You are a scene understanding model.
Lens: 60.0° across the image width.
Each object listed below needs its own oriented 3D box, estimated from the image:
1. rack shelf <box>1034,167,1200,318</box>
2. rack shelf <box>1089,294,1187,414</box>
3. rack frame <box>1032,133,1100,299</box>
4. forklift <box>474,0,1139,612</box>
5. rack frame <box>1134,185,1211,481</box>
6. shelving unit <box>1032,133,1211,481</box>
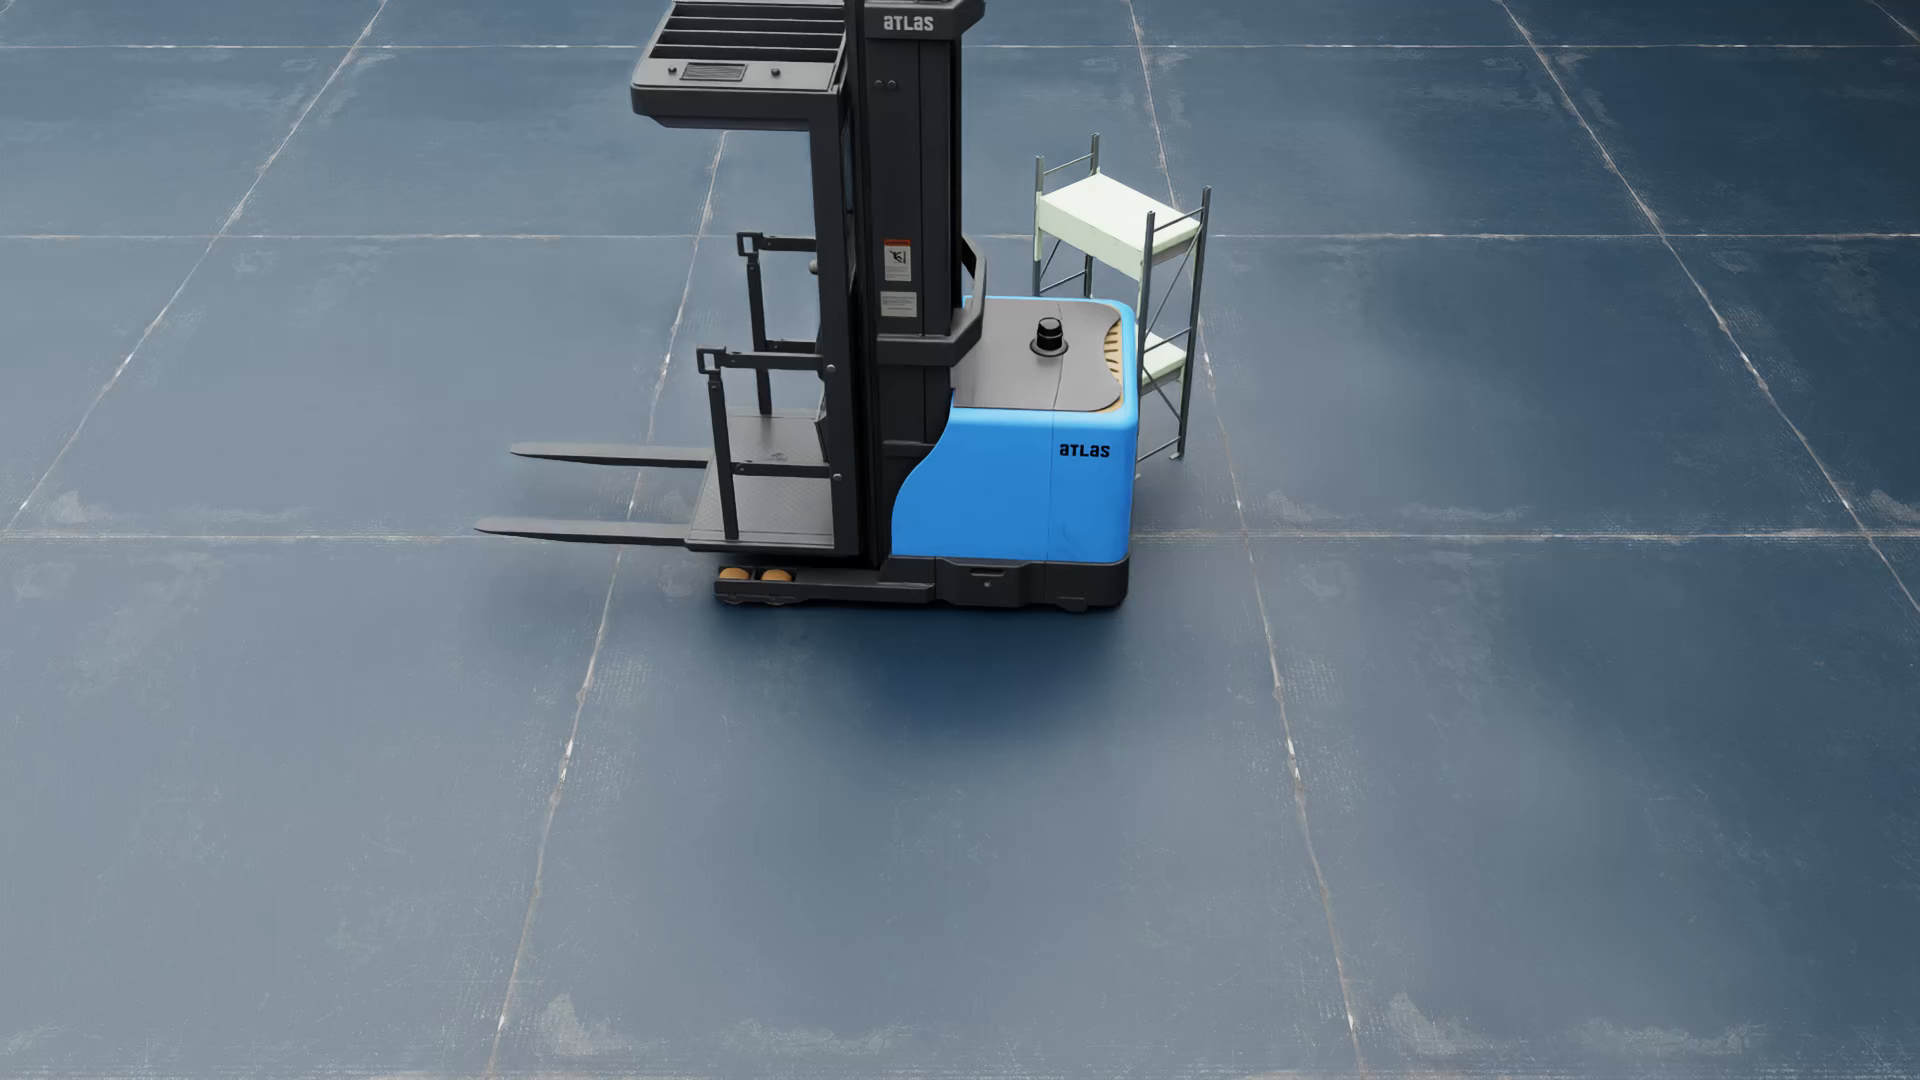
[{"bbox_3d":[0.756,-1.433,7.960,0.431,0.370,0.720,-28,47,-30],"label":"rack shelf"},{"bbox_3d":[0.756,-0.875,8.408,0.431,0.370,0.720,-28,47,-30],"label":"rack shelf"},{"bbox_3d":[0.518,-1.303,8.421,0.400,1.500,0.023,-28,47,-30],"label":"rack frame"},{"bbox_3d":[-0.723,-1.172,7.115,3.031,2.935,1.130,2,39,3],"label":"forklift"},{"bbox_3d":[0.994,-0.955,7.987,0.400,1.500,0.023,-28,47,-30],"label":"rack frame"},{"bbox_3d":[0.756,-1.129,8.204,0.431,1.500,0.755,-28,47,-30],"label":"shelving unit"}]
